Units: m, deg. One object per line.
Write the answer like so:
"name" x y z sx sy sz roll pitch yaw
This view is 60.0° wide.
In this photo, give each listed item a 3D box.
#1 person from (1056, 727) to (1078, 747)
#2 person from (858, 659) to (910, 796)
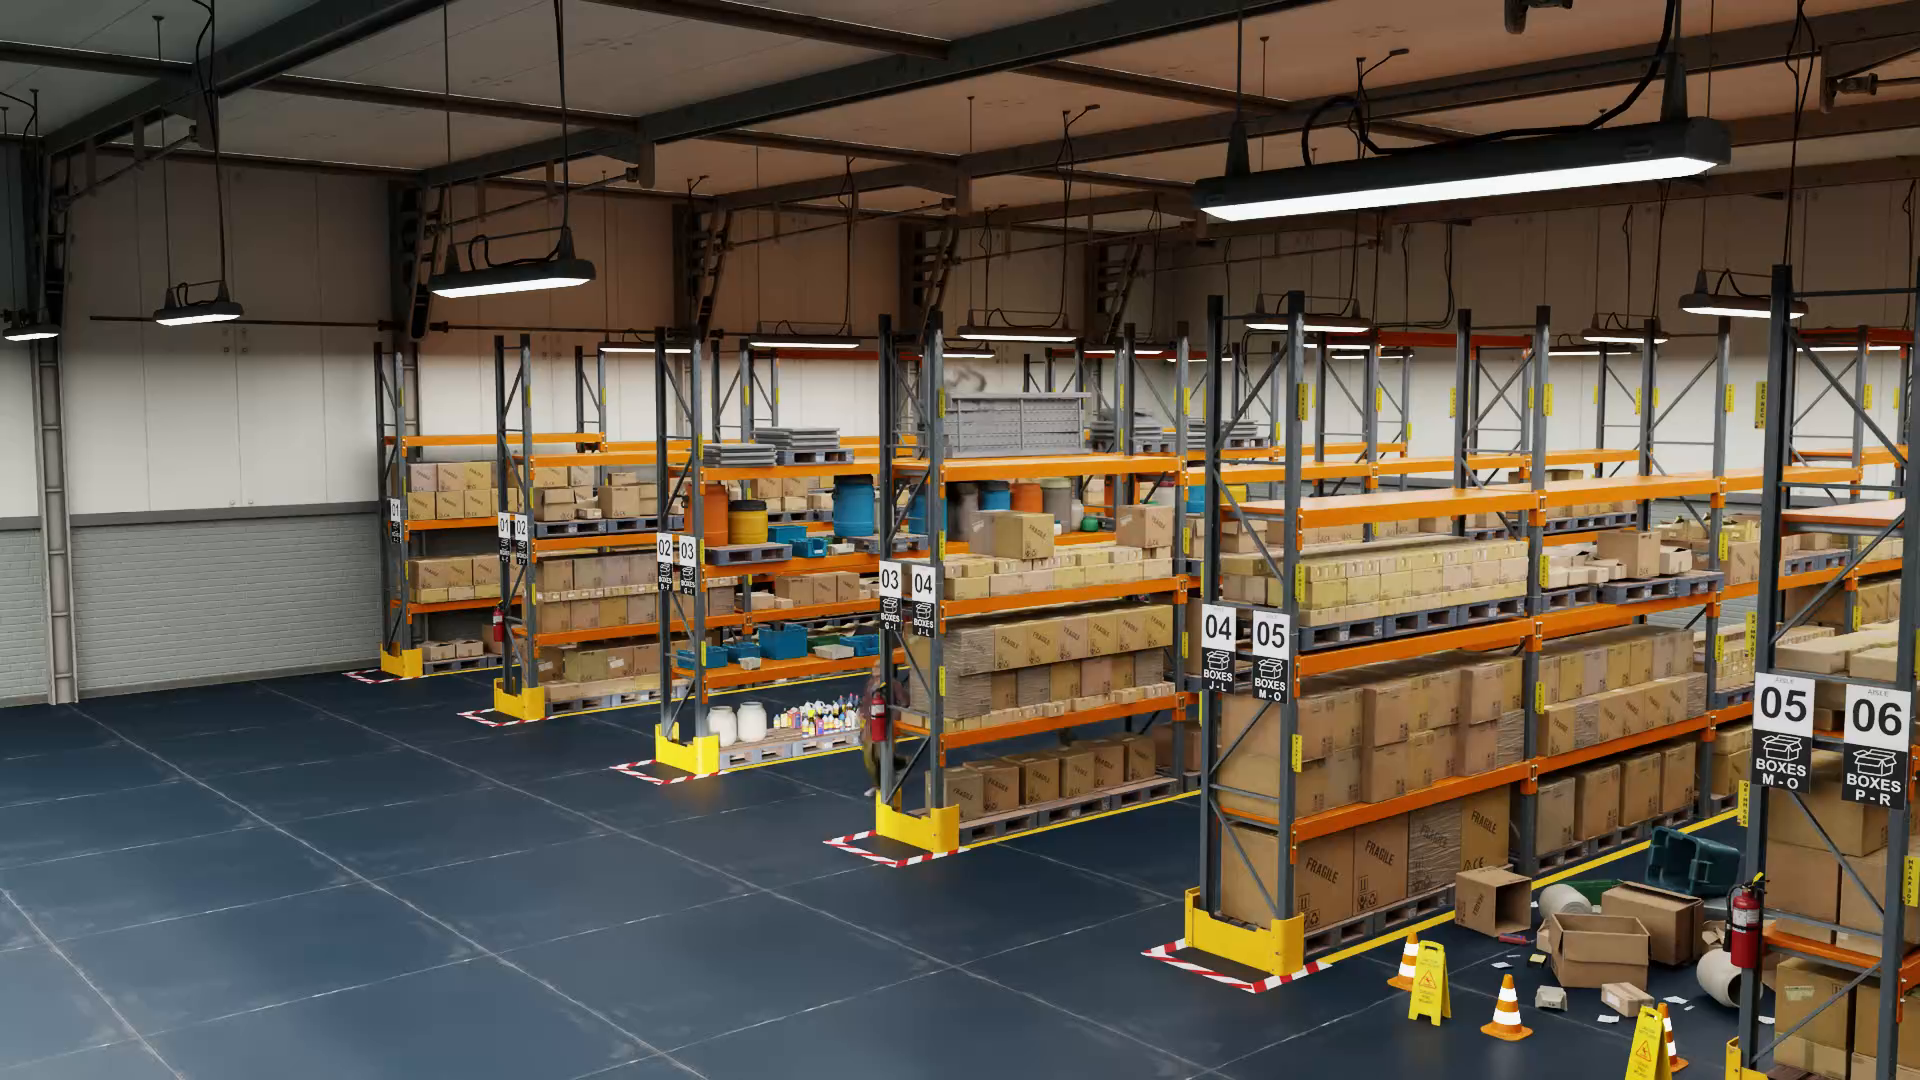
"person" 1.467 2.290 22.777 0.723 1.717 0.589 -4 7 -39
"person" -0.968 2.371 21.272 0.741 1.743 0.668 4 6 36
